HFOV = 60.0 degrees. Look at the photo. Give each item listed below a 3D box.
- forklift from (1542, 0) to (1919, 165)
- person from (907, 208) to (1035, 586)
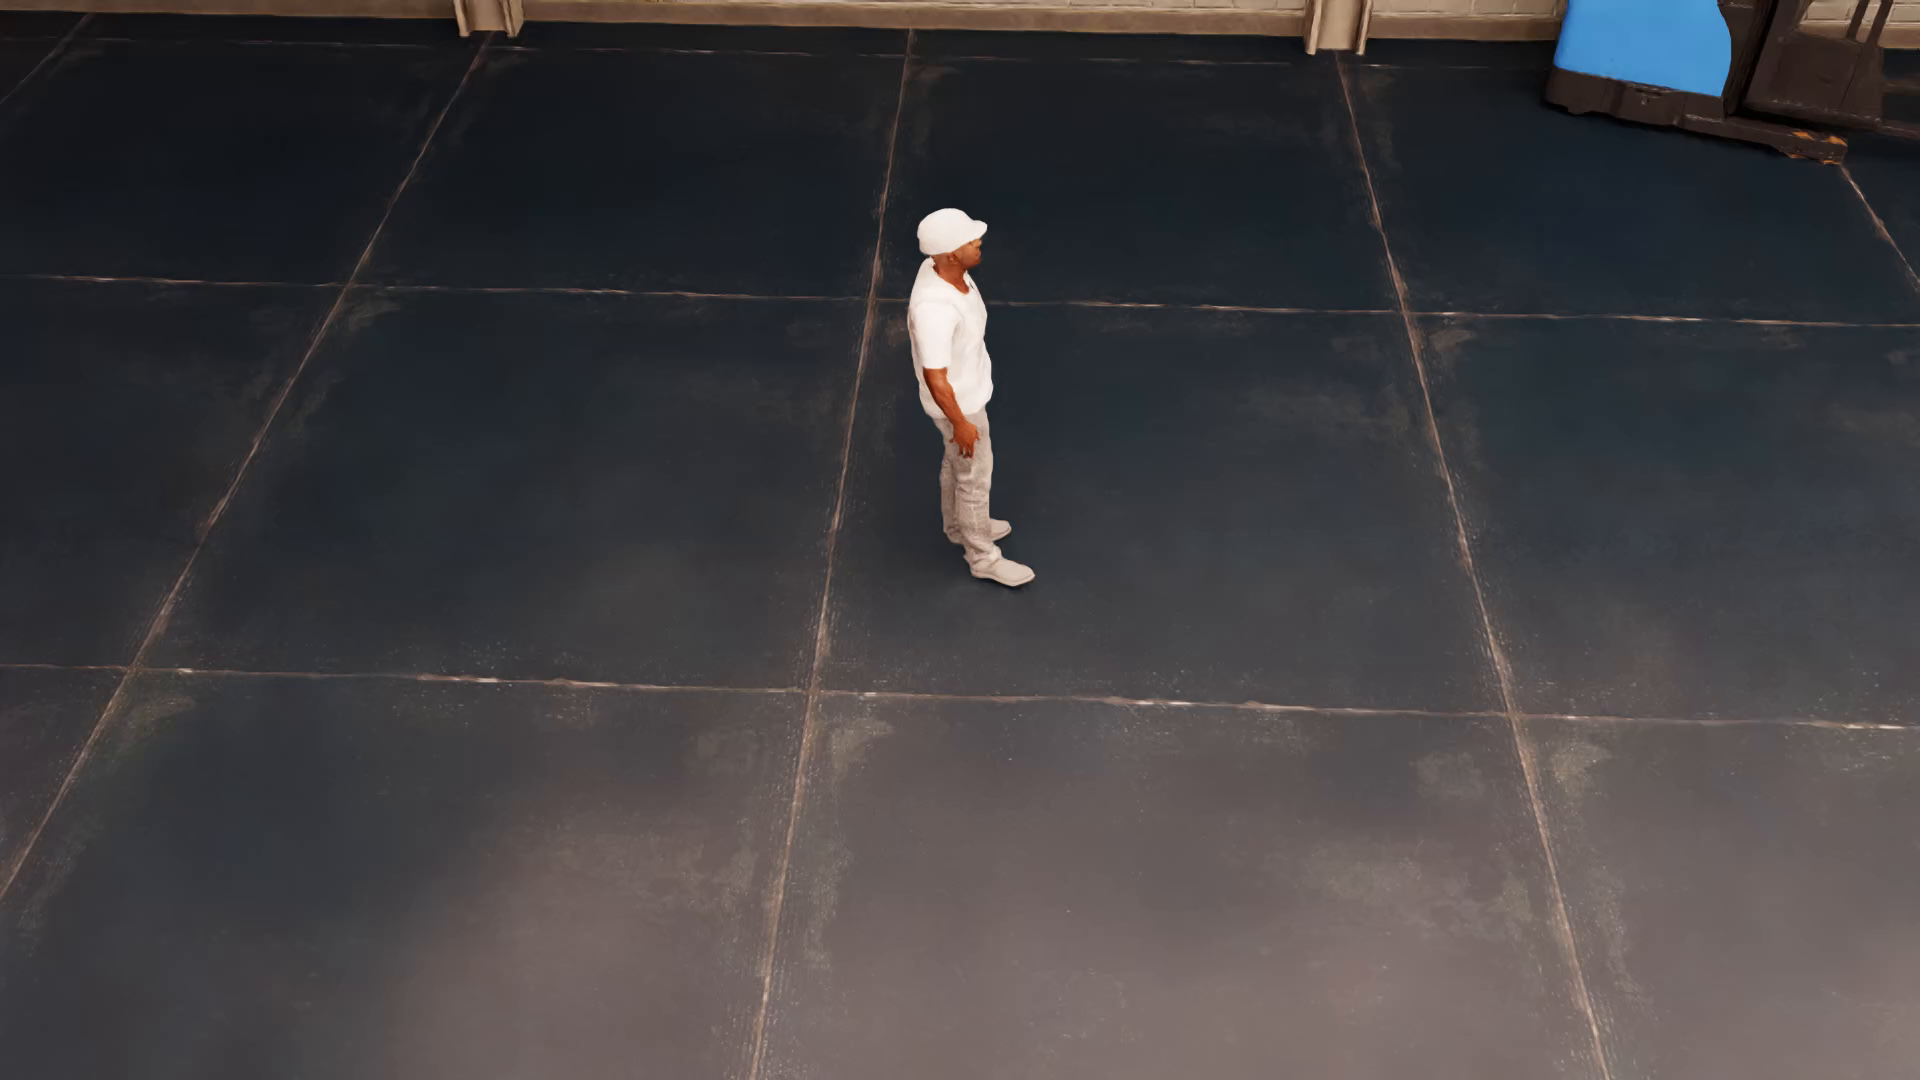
[{"bbox_3d":[5.430,-3.862,9.972,3.031,2.935,1.130,16,45,16],"label":"forklift"},{"bbox_3d":[0.069,-0.652,7.310,0.576,1.766,0.665,2,42,2],"label":"person"}]
